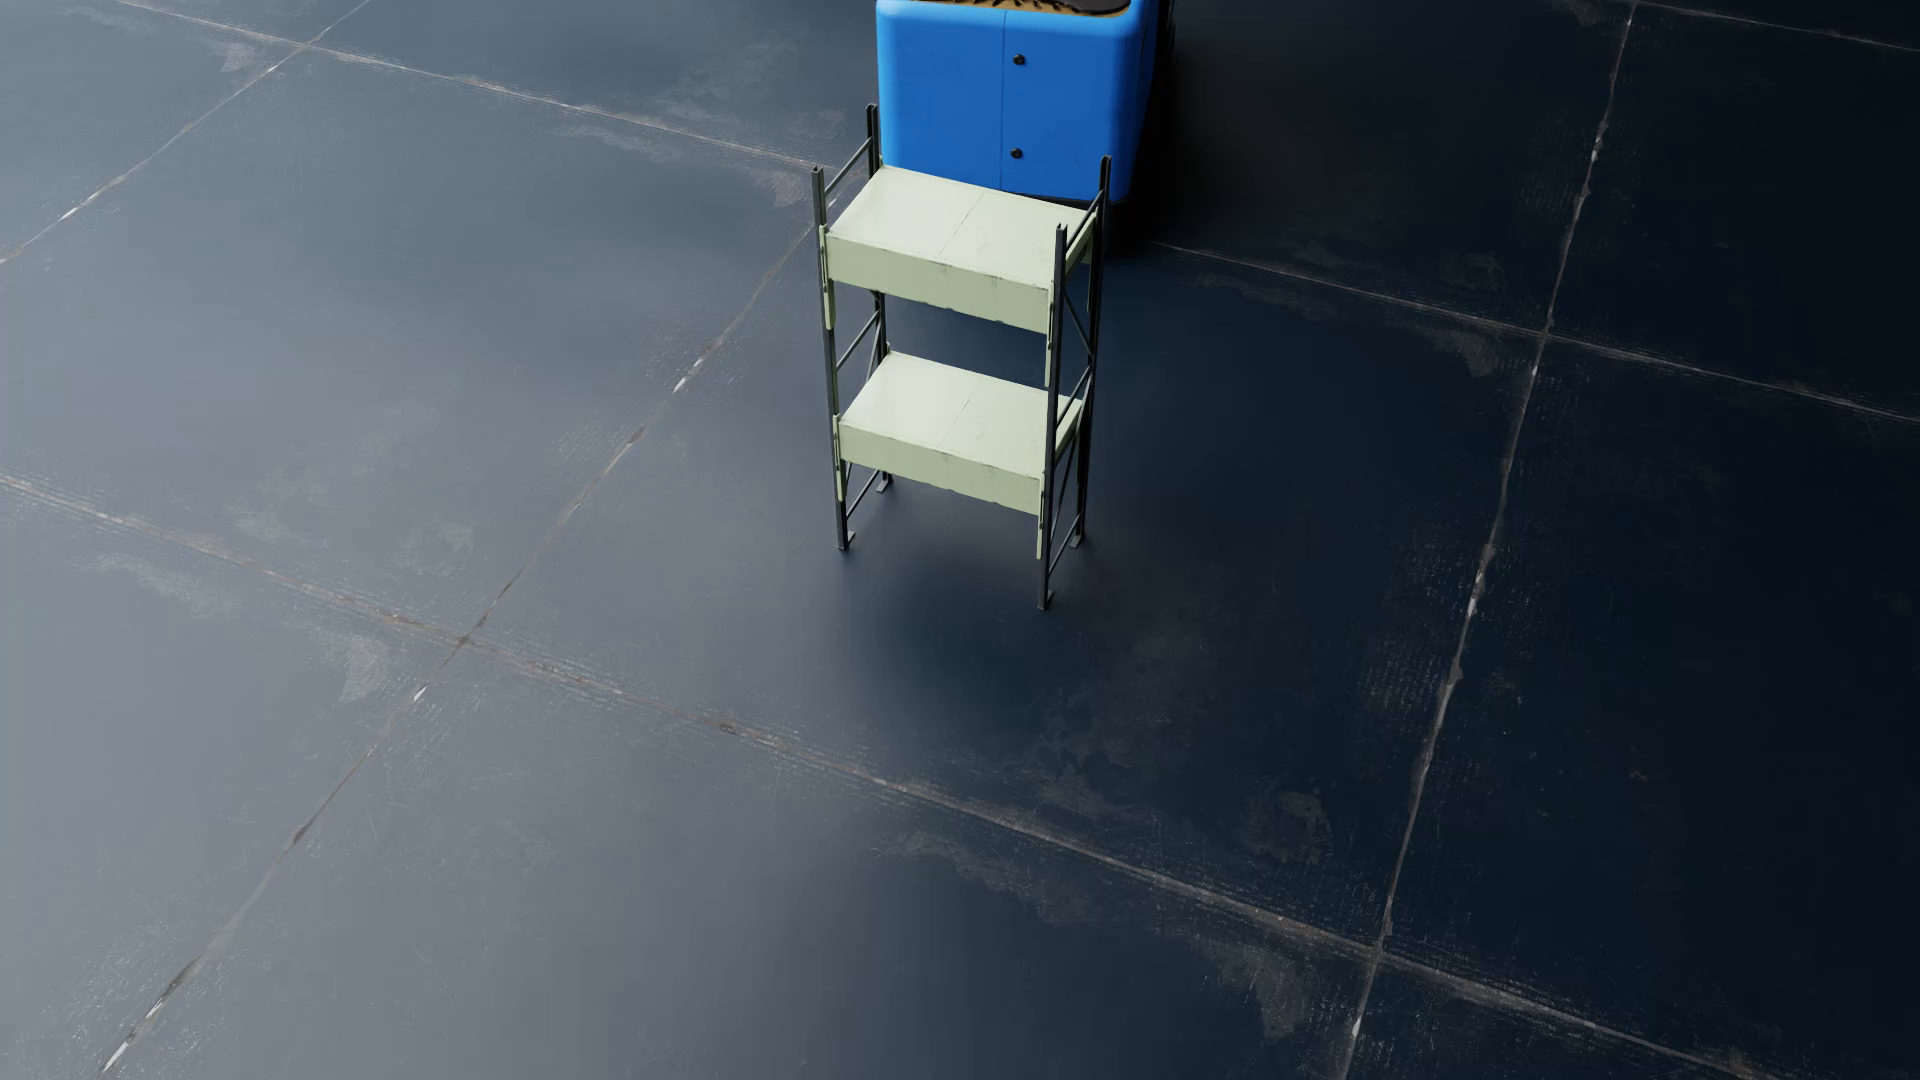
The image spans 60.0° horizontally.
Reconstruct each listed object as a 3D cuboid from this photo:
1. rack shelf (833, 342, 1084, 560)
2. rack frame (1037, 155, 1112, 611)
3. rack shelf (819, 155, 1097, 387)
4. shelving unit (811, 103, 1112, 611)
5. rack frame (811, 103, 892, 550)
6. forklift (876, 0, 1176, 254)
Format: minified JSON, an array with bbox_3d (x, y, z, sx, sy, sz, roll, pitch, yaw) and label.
[{"bbox_3d":[0.006,-0.299,5.449,0.720,0.370,0.431,16,47,16],"label":"rack shelf"},{"bbox_3d":[0.344,-0.430,5.119,0.023,1.500,0.400,16,47,16],"label":"rack frame"},{"bbox_3d":[0.006,-0.807,4.944,0.720,0.370,0.431,16,47,16],"label":"rack shelf"},{"bbox_3d":[0.006,-0.530,5.219,0.755,1.500,0.431,16,47,16],"label":"shelving unit"},{"bbox_3d":[-0.332,-0.629,5.319,0.023,1.500,0.400,16,47,16],"label":"rack frame"},{"bbox_3d":[0.437,-3.267,6.955,1.130,2.935,3.031,7,45,7],"label":"forklift"}]
